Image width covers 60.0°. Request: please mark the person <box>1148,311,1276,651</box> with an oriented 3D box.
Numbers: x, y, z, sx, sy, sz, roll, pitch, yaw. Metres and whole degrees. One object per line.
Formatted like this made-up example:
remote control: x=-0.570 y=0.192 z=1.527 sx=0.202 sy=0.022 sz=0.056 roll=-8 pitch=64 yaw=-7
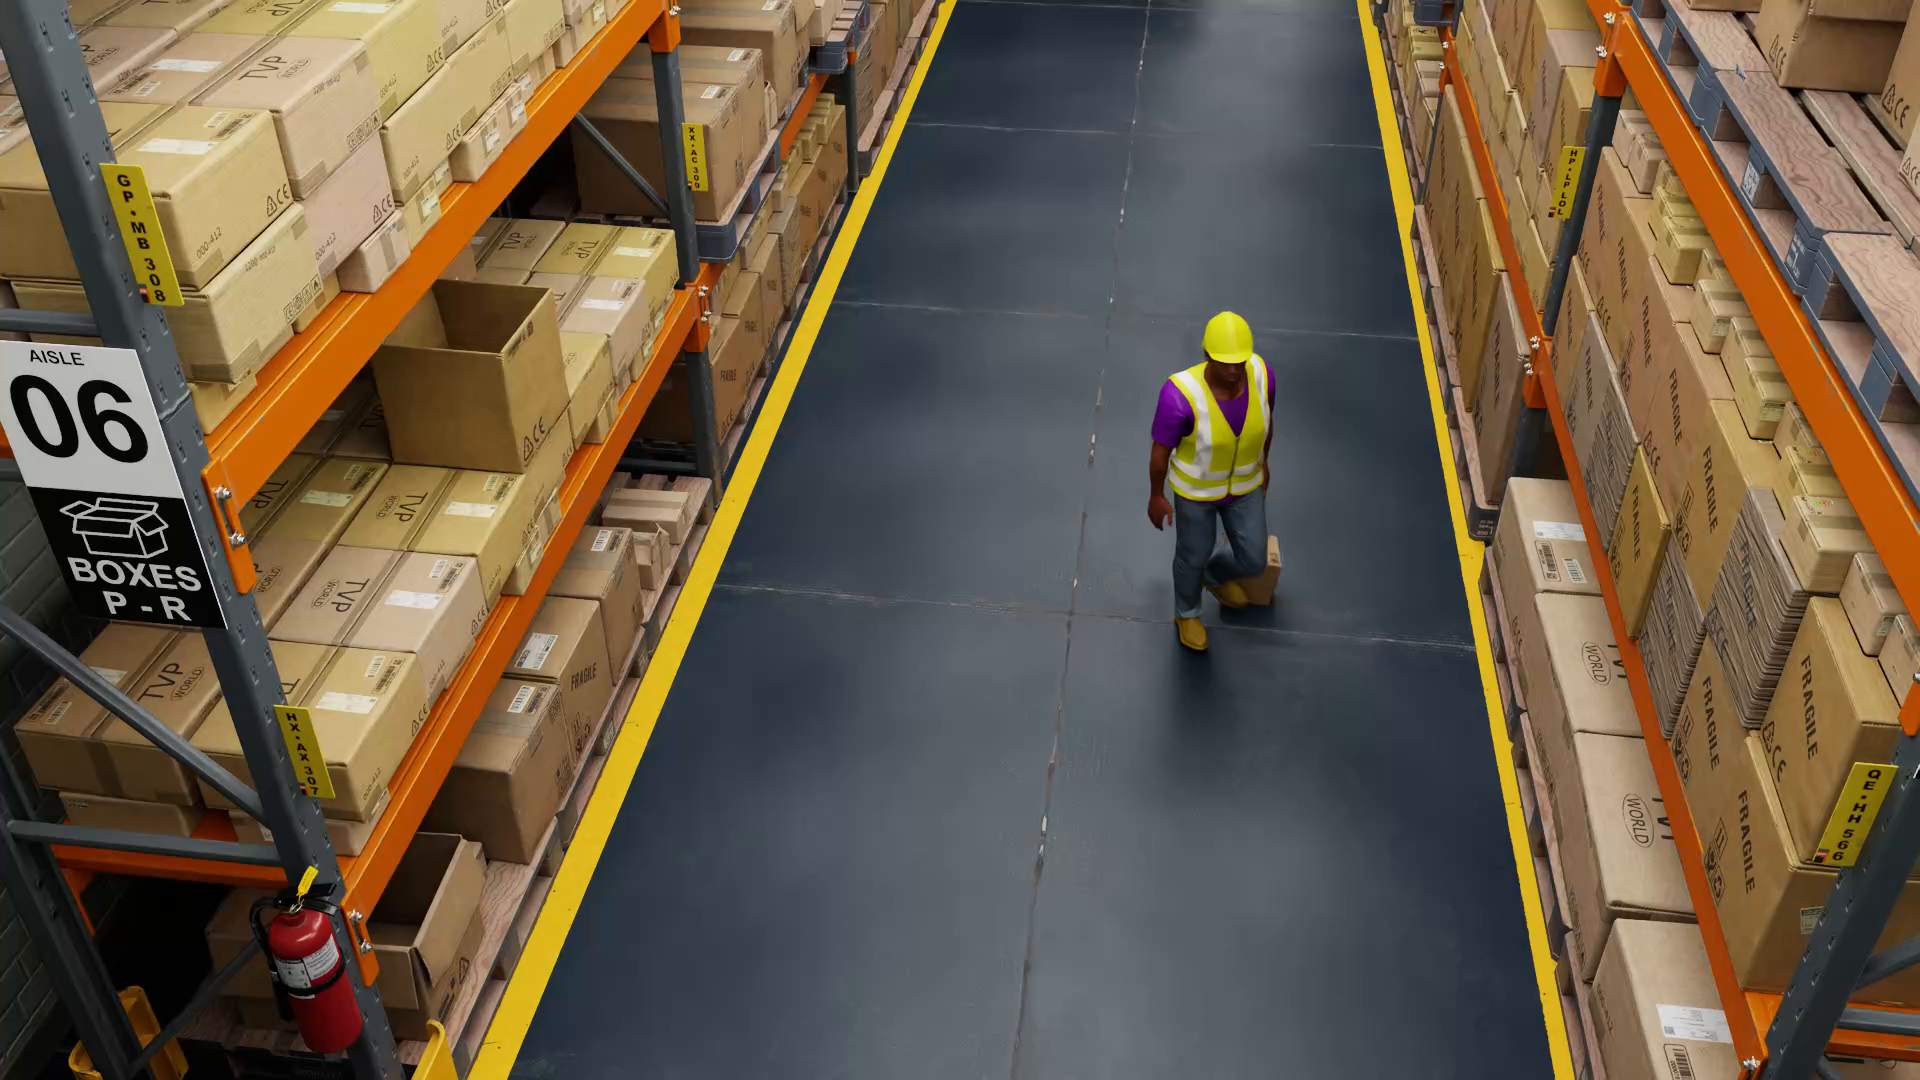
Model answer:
person: x=1.115 y=-0.256 z=7.355 sx=0.617 sy=1.756 sz=0.518 roll=-10 pitch=37 yaw=-13
